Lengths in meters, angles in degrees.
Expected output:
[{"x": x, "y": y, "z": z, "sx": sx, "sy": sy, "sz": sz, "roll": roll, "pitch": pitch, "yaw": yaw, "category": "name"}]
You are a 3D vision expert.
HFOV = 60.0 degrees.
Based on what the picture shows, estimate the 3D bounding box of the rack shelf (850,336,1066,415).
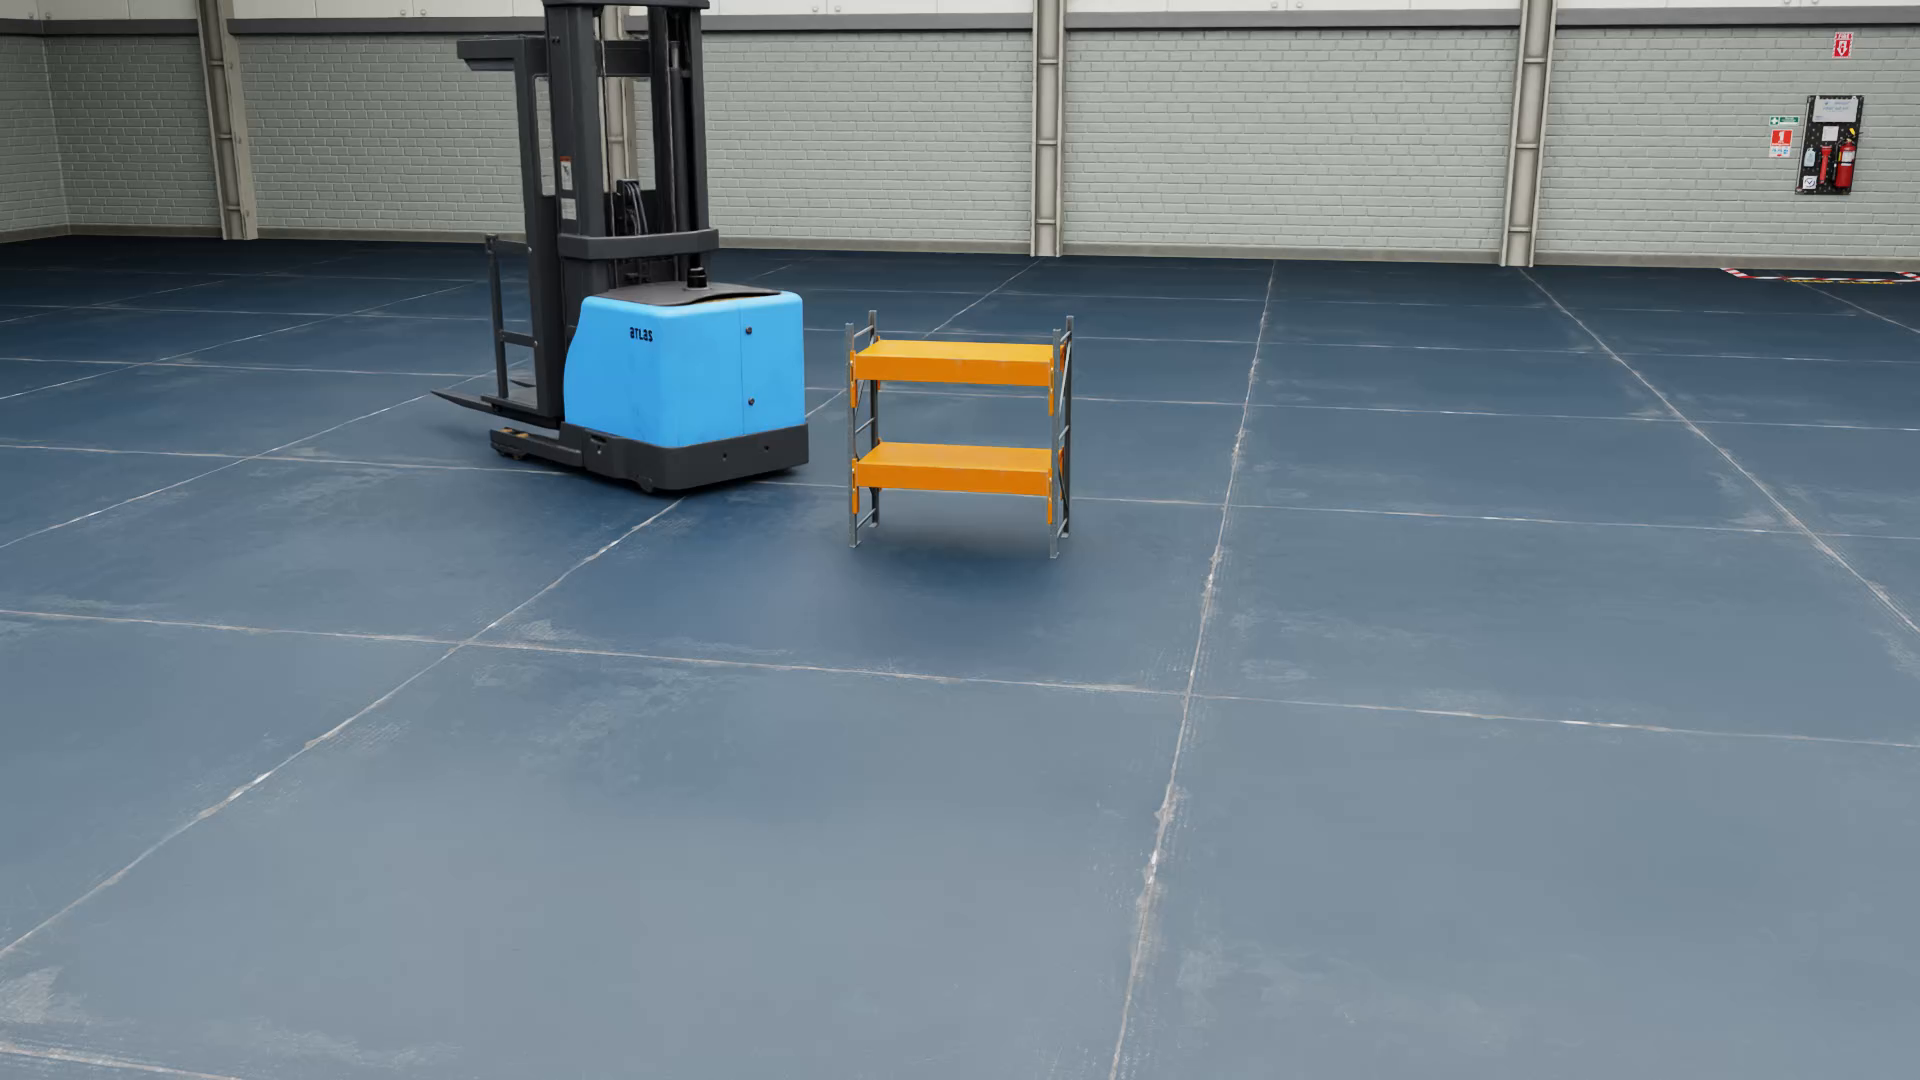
[{"x": 0.007, "y": -0.824, "z": 8.262, "sx": 1.000, "sy": 0.278, "sz": 0.538, "roll": 3, "pitch": 16, "yaw": 11, "category": "rack shelf"}]

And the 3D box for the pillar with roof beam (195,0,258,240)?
[{"x": -11.459, "y": -7.651, "z": 19.254, "sx": 0.400, "sy": 9.000, "sz": 9.100, "roll": 3, "pitch": 16, "yaw": 11, "category": "pillar with roof beam"}]

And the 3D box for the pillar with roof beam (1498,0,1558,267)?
[{"x": 6.180, "y": -6.693, "z": 15.797, "sx": 0.400, "sy": 9.000, "sz": 9.100, "roll": 3, "pitch": 16, "yaw": 11, "category": "pillar with roof beam"}]

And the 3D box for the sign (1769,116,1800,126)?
[{"x": 9.985, "y": -5.077, "z": 20.141, "sx": 0.331, "sy": 0.109, "sz": 0.001, "roll": 3, "pitch": 16, "yaw": 11, "category": "sign"}]

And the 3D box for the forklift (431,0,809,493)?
[{"x": -2.299, "y": -1.993, "z": 10.196, "sx": 3.031, "sy": 2.935, "sz": 1.130, "roll": 15, "pitch": 21, "yaw": 43, "category": "forklift"}]

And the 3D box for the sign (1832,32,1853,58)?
[{"x": 10.515, "y": -5.894, "z": 19.808, "sx": 0.199, "sy": 0.298, "sz": 0.001, "roll": 3, "pitch": 16, "yaw": 11, "category": "sign"}]

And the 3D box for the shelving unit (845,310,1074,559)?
[{"x": 0.007, "y": -0.542, "z": 8.341, "sx": 1.048, "sy": 1.125, "sz": 0.538, "roll": 3, "pitch": 16, "yaw": 11, "category": "shelving unit"}]

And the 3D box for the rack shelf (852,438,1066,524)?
[{"x": 0.007, "y": -0.306, "z": 8.406, "sx": 1.000, "sy": 0.278, "sz": 0.538, "roll": 3, "pitch": 16, "yaw": 11, "category": "rack shelf"}]

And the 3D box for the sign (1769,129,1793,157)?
[{"x": 9.982, "y": -4.824, "z": 20.221, "sx": 0.234, "sy": 0.329, "sz": 0.001, "roll": 3, "pitch": 16, "yaw": 11, "category": "sign"}]

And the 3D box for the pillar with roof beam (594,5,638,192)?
[{"x": -5.580, "y": -7.331, "z": 18.102, "sx": 0.400, "sy": 9.000, "sz": 9.100, "roll": 3, "pitch": 16, "yaw": 11, "category": "pillar with roof beam"}]

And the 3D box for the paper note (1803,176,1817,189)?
[{"x": 10.343, "y": -4.353, "z": 20.239, "sx": 0.142, "sy": 0.148, "sz": 0.016, "roll": 3, "pitch": 16, "yaw": 11, "category": "paper note"}]

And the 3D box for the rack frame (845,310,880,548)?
[{"x": -0.492, "y": -0.569, "z": 8.438, "sx": 0.032, "sy": 1.125, "sz": 0.500, "roll": 3, "pitch": 16, "yaw": 11, "category": "rack frame"}]

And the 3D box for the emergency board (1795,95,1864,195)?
[{"x": 10.503, "y": -4.750, "z": 20.022, "sx": 0.643, "sy": 1.169, "sz": 0.194, "roll": 3, "pitch": 16, "yaw": 11, "category": "emergency board"}]

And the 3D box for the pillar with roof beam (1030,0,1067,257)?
[{"x": 0.300, "y": -7.012, "z": 16.949, "sx": 0.400, "sy": 9.000, "sz": 9.100, "roll": 3, "pitch": 16, "yaw": 11, "category": "pillar with roof beam"}]

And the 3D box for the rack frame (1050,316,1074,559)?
[{"x": 0.505, "y": -0.515, "z": 8.243, "sx": 0.032, "sy": 1.125, "sz": 0.500, "roll": 3, "pitch": 16, "yaw": 11, "category": "rack frame"}]
